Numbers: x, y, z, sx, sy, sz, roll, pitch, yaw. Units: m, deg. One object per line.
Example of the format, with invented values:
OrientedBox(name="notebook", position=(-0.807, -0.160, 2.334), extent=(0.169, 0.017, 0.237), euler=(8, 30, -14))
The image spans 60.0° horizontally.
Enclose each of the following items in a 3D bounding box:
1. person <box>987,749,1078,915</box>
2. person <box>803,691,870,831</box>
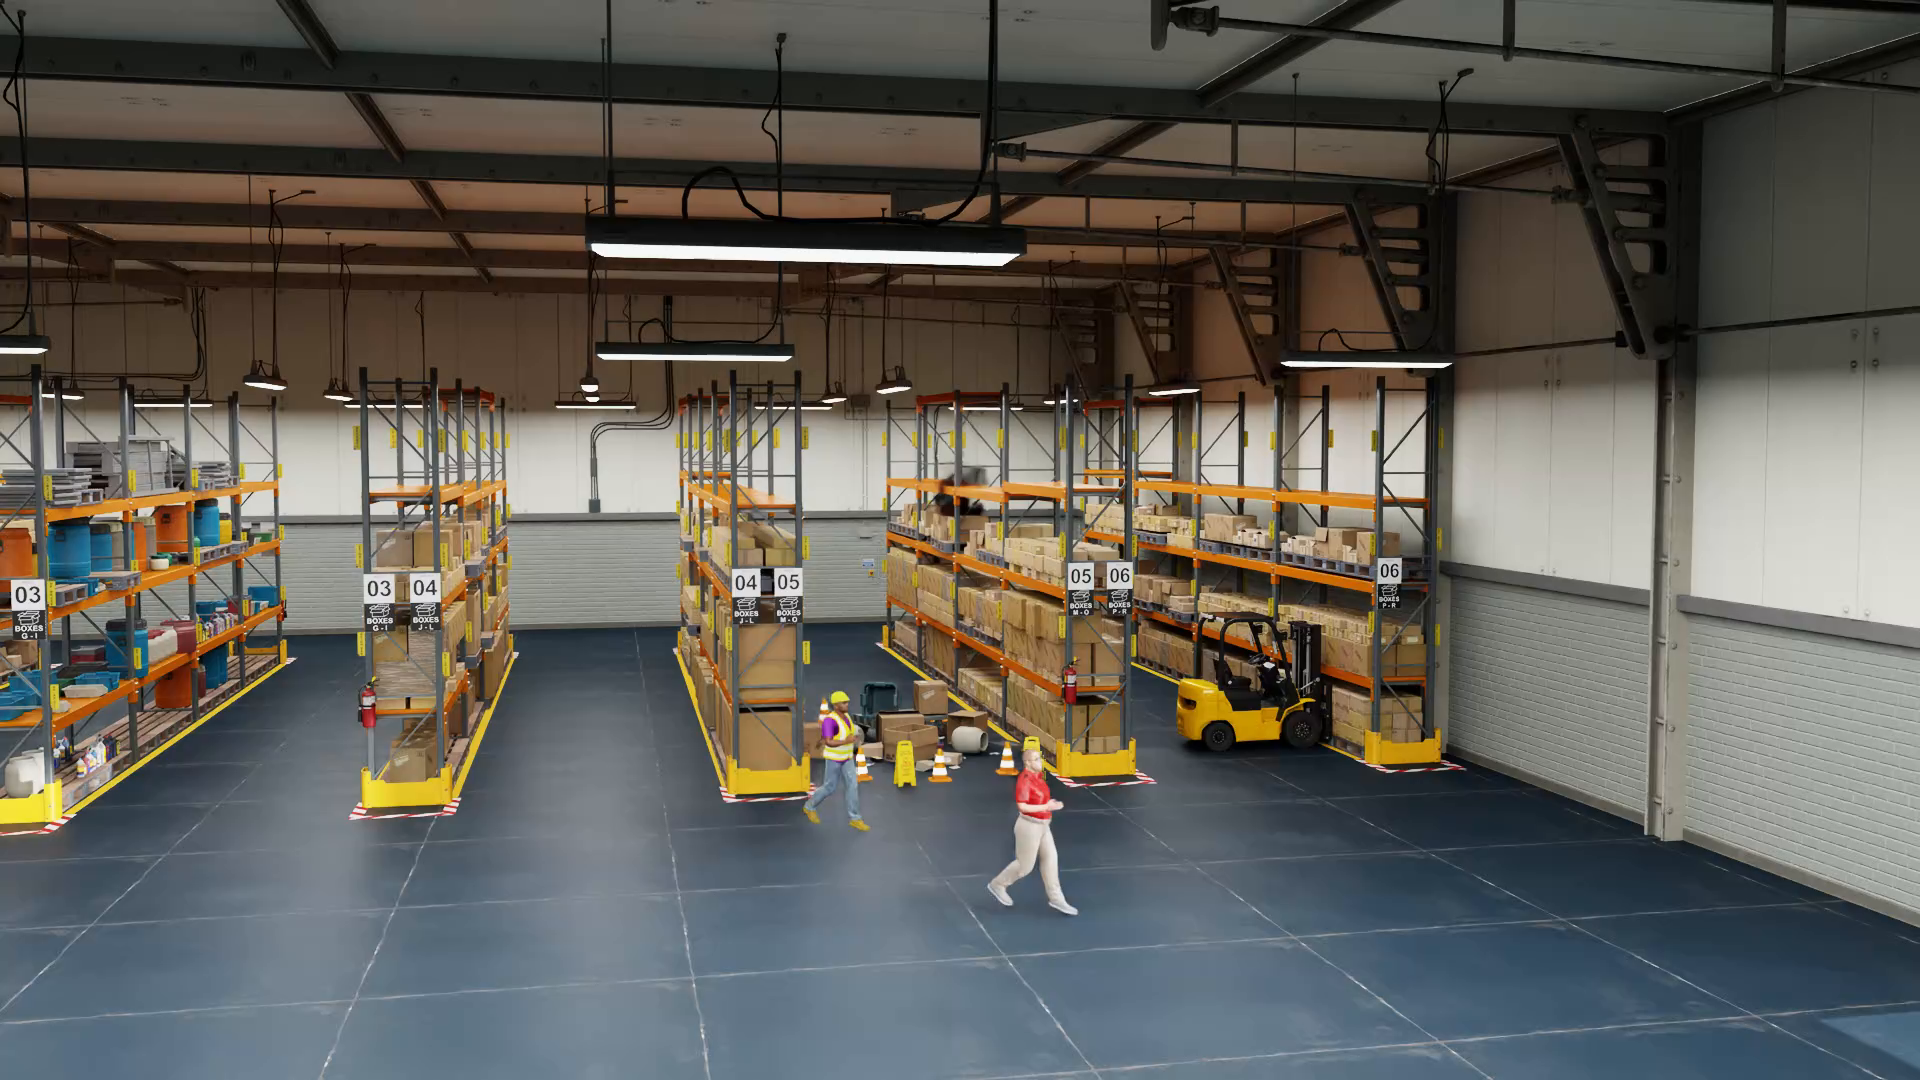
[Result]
OrientedBox(name="person", position=(0.765, 3.074, 17.581), extent=(0.966, 1.740, 0.659), euler=(1, 4, 23))
OrientedBox(name="person", position=(-1.580, 2.815, 21.347), extent=(0.979, 1.763, 0.695), euler=(2, 4, 30))
